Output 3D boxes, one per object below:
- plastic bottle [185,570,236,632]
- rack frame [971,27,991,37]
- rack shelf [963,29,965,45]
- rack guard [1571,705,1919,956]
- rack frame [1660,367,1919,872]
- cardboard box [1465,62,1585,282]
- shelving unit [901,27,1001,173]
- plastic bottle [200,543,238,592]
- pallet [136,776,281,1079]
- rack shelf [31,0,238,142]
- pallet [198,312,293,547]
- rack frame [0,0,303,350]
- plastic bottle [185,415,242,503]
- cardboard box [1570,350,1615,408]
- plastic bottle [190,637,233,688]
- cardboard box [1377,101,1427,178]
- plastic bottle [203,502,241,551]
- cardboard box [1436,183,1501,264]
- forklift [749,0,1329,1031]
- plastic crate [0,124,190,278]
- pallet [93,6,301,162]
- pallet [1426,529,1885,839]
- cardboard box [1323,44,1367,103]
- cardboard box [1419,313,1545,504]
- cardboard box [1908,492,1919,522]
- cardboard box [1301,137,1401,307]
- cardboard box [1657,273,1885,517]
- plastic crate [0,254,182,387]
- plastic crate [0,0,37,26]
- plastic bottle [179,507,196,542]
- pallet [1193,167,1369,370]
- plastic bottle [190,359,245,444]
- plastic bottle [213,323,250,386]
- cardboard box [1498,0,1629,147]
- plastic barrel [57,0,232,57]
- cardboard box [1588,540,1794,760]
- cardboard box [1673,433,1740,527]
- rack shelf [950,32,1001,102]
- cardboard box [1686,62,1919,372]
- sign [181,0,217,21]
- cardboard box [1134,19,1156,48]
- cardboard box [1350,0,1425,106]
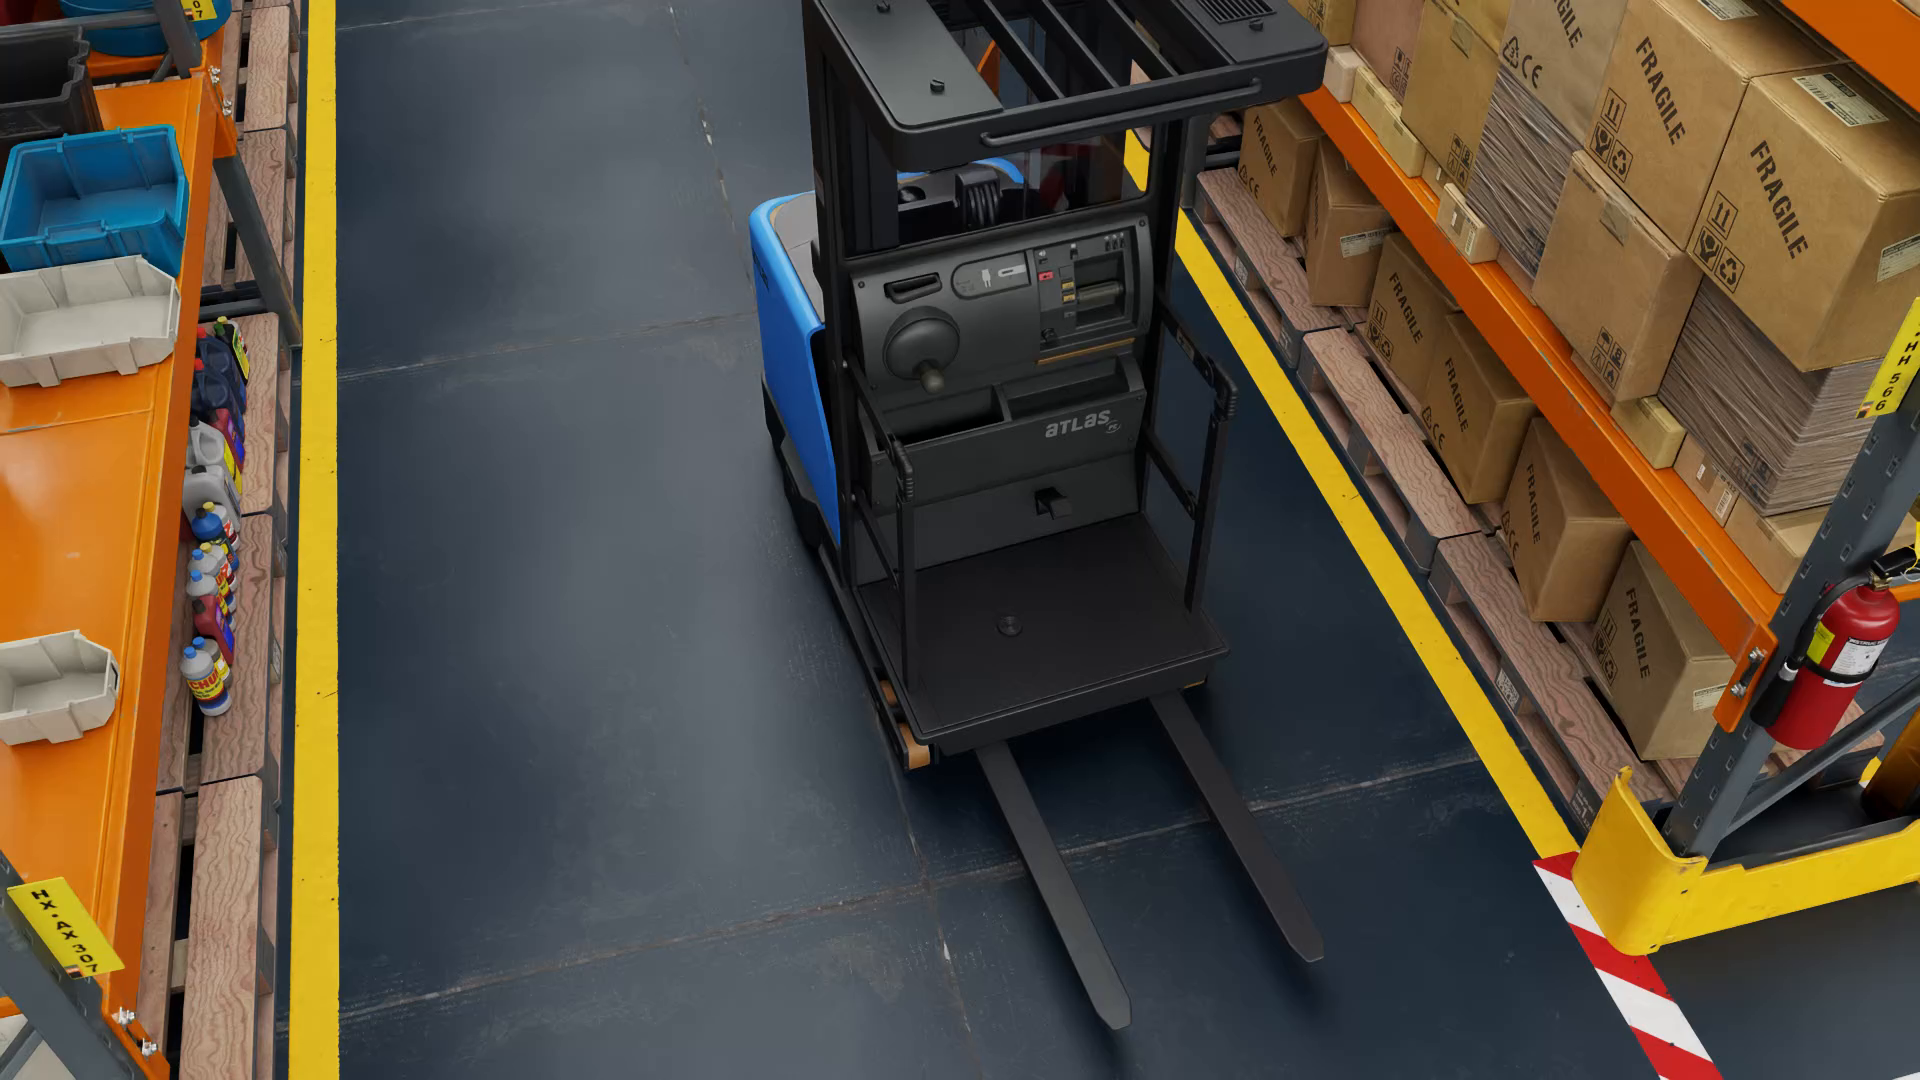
[{"bbox_3d":[-2.510,0.204,5.552,0.097,0.271,0.097,0,46,0],"label":"plastic bottle"},{"bbox_3d":[-0.045,-1.823,6.565,0.400,2.100,0.015,12,46,11],"label":"rack frame"},{"bbox_3d":[-0.115,-2.139,5.912,0.431,0.518,0.480,12,46,11],"label":"rack shelf"},{"bbox_3d":[2.510,0.865,5.052,1.175,0.500,0.348,-11,47,-10],"label":"rack guard"},{"bbox_3d":[2.529,0.043,4.108,1.000,3.000,0.127,-11,47,-10],"label":"rack frame"},{"bbox_3d":[2.085,-1.157,5.006,0.875,0.500,0.500,-11,47,-10],"label":"cardboard box"},{"bbox_3d":[-0.113,-1.656,6.400,0.431,2.100,0.503,12,46,11],"label":"shelving unit"},{"bbox_3d":[-2.561,0.091,5.712,0.097,0.201,0.097,0,46,0],"label":"plastic bottle"},{"bbox_3d":[-2.527,1.319,4.810,1.003,0.211,1.213,-11,47,-10],"label":"pallet"},{"bbox_3d":[-3.795,-2.942,7.537,1.077,0.370,4.000,-11,47,-10],"label":"rack shelf"},{"bbox_3d":[-3.151,-0.366,6.461,1.003,0.211,1.213,-11,47,-10],"label":"pallet"},{"bbox_3d":[-3.283,-1.813,5.927,1.000,3.000,0.127,-11,47,-10],"label":"rack frame"},{"bbox_3d":[-2.708,-0.292,5.983,0.144,0.351,0.185,-11,47,-11],"label":"plastic bottle"},{"bbox_3d":[2.030,-0.539,4.854,0.380,0.149,0.250,-11,47,-10],"label":"cardboard box"},{"bbox_3d":[-2.448,0.394,5.415,0.097,0.201,0.097,0,46,0],"label":"plastic bottle"},{"bbox_3d":[1.666,-1.394,5.692,0.380,0.149,0.250,-11,47,-10],"label":"cardboard box"},{"bbox_3d":[-2.613,-0.051,5.851,0.097,0.201,0.097,0,46,0],"label":"plastic bottle"},{"bbox_3d":[1.771,-1.045,5.349,0.380,0.149,0.250,-11,47,-10],"label":"cardboard box"},{"bbox_3d":[0.215,-0.608,4.794,1.130,2.935,3.031,-15,47,-14],"label":"forklift"},{"bbox_3d":[-2.737,-1.047,5.280,0.499,0.251,0.616,-11,47,-10],"label":"plastic crate"},{"bbox_3d":[-3.837,-2.216,8.274,1.003,0.211,1.213,-11,47,-10],"label":"pallet"},{"bbox_3d":[2.336,0.399,5.711,1.003,0.211,1.213,-11,47,-10],"label":"pallet"},{"bbox_3d":[1.509,-1.734,6.025,0.380,0.149,0.250,-11,47,-10],"label":"cardboard box"},{"bbox_3d":[2.057,-0.505,6.101,0.500,0.500,0.500,-7,46,-7],"label":"cardboard box"},{"bbox_3d":[2.686,-0.109,4.433,0.380,0.149,0.250,-11,47,-10],"label":"cardboard box"},{"bbox_3d":[1.723,-1.313,6.893,0.500,0.500,0.500,3,46,2],"label":"cardboard box"},{"bbox_3d":[2.415,-0.481,4.343,0.875,0.500,0.500,-11,47,-10],"label":"cardboard box"},{"bbox_3d":[-2.622,-0.646,4.968,0.530,0.136,0.437,-11,47,-10],"label":"plastic crate"},{"bbox_3d":[-3.703,-2.114,6.177,0.402,0.464,0.583,-11,47,-10],"label":"plastic crate"},{"bbox_3d":[-2.773,-0.136,5.877,0.061,0.283,0.133,-11,47,-10],"label":"plastic bottle"},{"bbox_3d":[1.711,-1.285,7.362,1.003,0.211,1.213,-11,47,-10],"label":"pallet"},{"bbox_3d":[-2.790,-0.515,6.202,0.144,0.351,0.185,-13,47,-12],"label":"plastic bottle"},{"bbox_3d":[-2.841,-0.744,6.473,0.061,0.283,0.133,-9,46,-8],"label":"plastic bottle"},{"bbox_3d":[1.890,-1.470,4.613,0.500,0.500,0.500,-11,47,-10],"label":"cardboard box"},{"bbox_3d":[-3.089,-2.311,6.063,0.600,0.901,0.708,-11,47,-10],"label":"plastic barrel"},{"bbox_3d":[2.385,0.337,5.276,0.500,0.500,0.500,-3,46,-3],"label":"cardboard box"},{"bbox_3d":[2.193,-0.201,4.523,0.380,0.149,0.250,-11,47,-10],"label":"cardboard box"},{"bbox_3d":[-0.113,-1.647,6.410,0.431,0.518,0.480,12,46,11],"label":"rack shelf"},{"bbox_3d":[2.149,-0.781,3.936,0.500,0.500,0.500,-11,47,-10],"label":"cardboard box"},{"bbox_3d":[-2.748,-2.003,5.919,0.100,0.325,0.005,-11,47,-10],"label":"sign"},{"bbox_3d":[1.265,-2.758,8.295,0.700,0.500,0.500,-11,47,-11],"label":"cardboard box"},{"bbox_3d":[1.880,-1.857,5.692,0.875,0.500,0.500,-11,47,-10],"label":"cardboard box"}]
